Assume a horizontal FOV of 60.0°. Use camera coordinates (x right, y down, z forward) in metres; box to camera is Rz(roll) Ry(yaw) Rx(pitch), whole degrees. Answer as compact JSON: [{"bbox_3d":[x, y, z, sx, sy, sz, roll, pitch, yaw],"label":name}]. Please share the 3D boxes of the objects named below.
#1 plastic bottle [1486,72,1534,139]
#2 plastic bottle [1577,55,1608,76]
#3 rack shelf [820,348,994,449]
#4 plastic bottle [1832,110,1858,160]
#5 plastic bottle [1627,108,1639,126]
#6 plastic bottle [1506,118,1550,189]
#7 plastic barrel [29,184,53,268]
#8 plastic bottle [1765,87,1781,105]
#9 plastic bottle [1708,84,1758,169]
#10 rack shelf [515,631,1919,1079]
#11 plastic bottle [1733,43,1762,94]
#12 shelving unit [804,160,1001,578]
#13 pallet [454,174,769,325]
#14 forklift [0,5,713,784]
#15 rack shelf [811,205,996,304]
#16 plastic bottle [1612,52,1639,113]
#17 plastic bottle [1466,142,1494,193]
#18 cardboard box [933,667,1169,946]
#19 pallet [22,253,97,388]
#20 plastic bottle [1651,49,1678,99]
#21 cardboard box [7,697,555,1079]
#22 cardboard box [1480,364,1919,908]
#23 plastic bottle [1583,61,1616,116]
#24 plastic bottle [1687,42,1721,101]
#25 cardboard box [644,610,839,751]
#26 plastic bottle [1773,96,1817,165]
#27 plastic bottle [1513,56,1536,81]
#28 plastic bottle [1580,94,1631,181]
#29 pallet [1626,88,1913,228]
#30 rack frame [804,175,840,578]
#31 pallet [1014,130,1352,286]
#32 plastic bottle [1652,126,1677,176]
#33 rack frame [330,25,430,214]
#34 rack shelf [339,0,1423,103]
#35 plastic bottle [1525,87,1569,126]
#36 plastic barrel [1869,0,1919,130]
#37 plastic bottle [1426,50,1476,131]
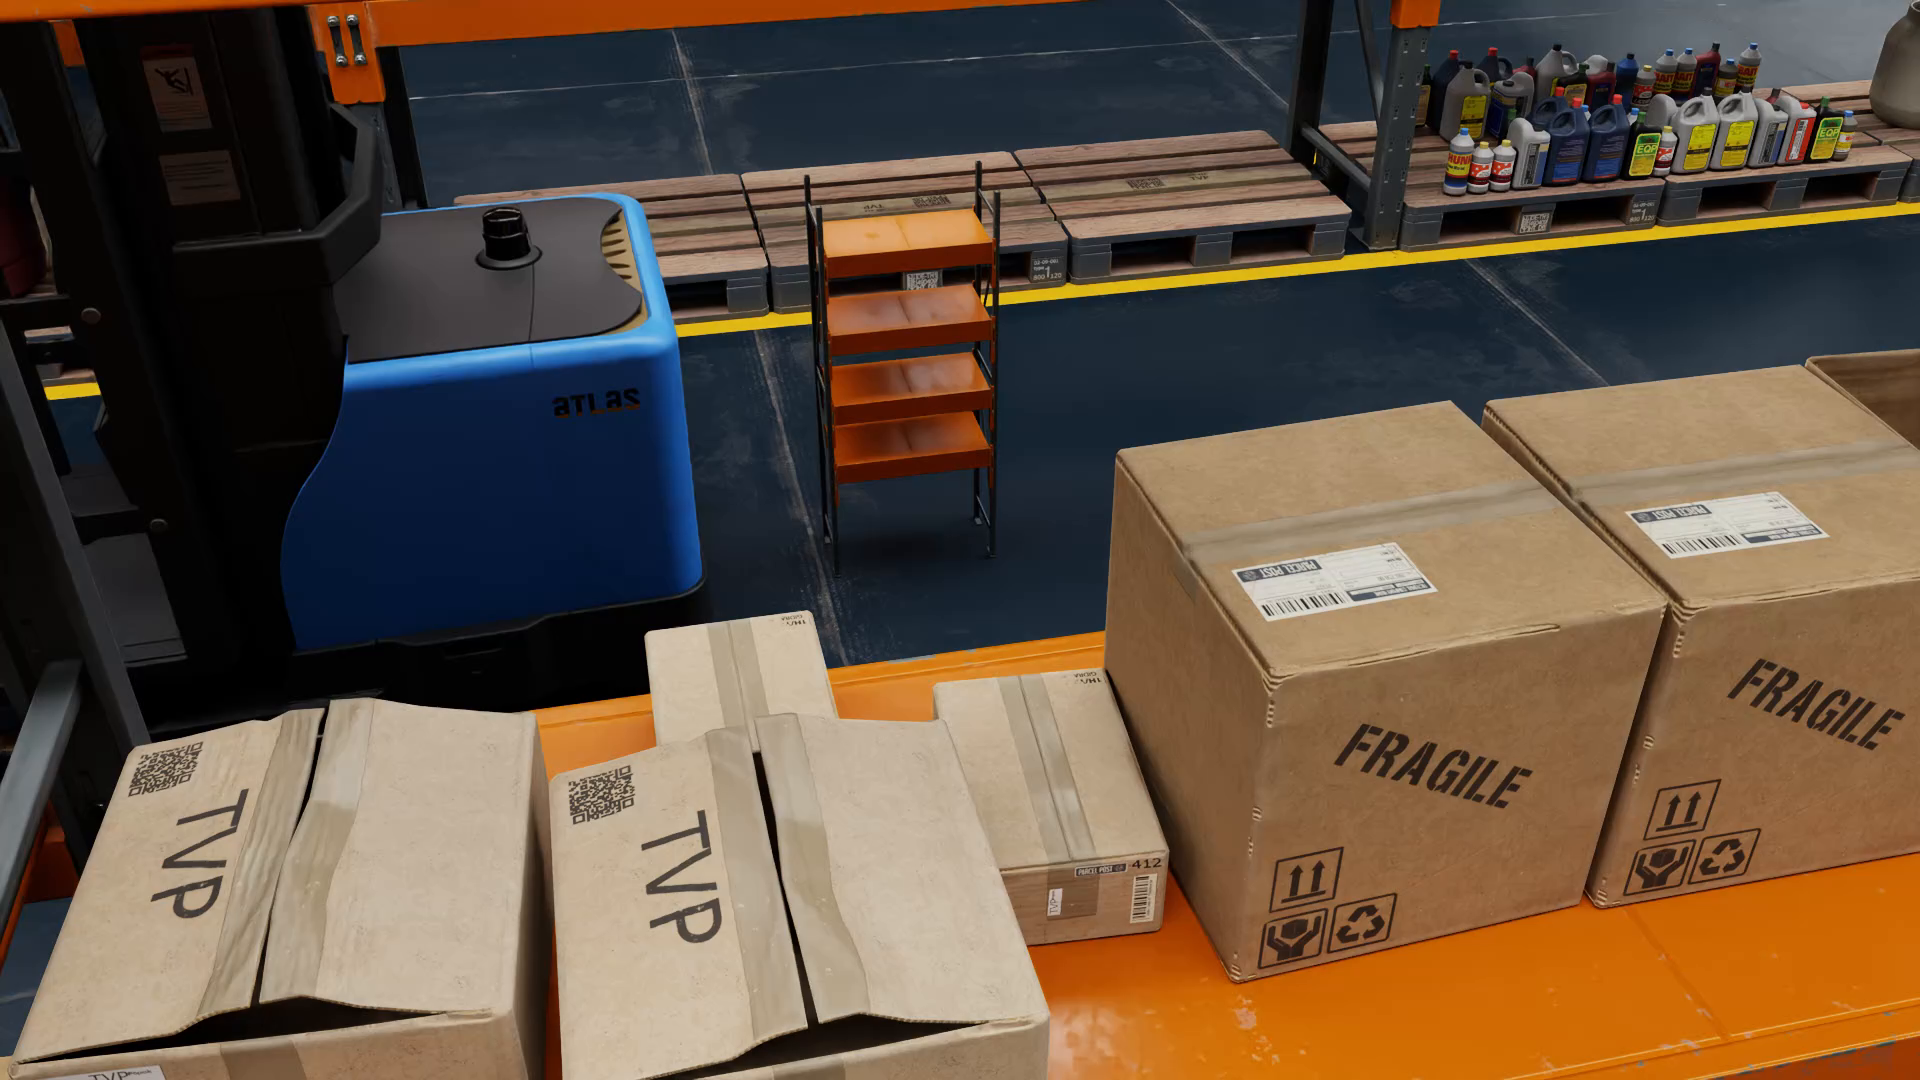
[{"bbox_3d":[2.502,-1.980,7.559,0.135,0.276,0.152,-7,35,-11],"label":"plastic bottle"},{"bbox_3d":[2.919,-2.115,7.760,0.135,0.276,0.152,-7,34,-10],"label":"plastic bottle"},{"bbox_3d":[-0.161,-0.422,4.923,0.480,0.148,0.258,-7,35,-11],"label":"rack shelf"},{"bbox_3d":[3.899,-1.795,7.350,0.097,0.201,0.097,0,34,0],"label":"plastic bottle"},{"bbox_3d":[2.891,-1.732,7.192,0.097,0.271,0.097,0,34,0],"label":"plastic bottle"},{"bbox_3d":[2.409,-1.654,7.072,0.135,0.276,0.152,-6,34,-9],"label":"plastic bottle"},{"bbox_3d":[-3.213,-1.209,6.215,0.421,0.512,0.421,0,34,0],"label":"plastic barrel"},{"bbox_3d":[3.624,-1.871,7.389,0.133,0.283,0.061,-7,35,-11],"label":"plastic bottle"},{"bbox_3d":[3.352,-1.801,7.225,0.185,0.351,0.144,-6,34,-9],"label":"plastic bottle"},{"bbox_3d":[0.831,0.490,2.473,4.000,0.370,1.077,-7,35,-11],"label":"rack shelf"},{"bbox_3d":[3.757,-2.235,7.942,0.097,0.271,0.097,0,34,0],"label":"plastic bottle"},{"bbox_3d":[-0.161,-0.478,4.885,0.503,1.200,0.258,-7,35,-11],"label":"shelving unit"},{"bbox_3d":[-1.445,-1.171,6.806,1.213,0.211,1.003,-7,35,-11],"label":"pallet"},{"bbox_3d":[-2.267,-0.885,3.939,3.031,2.935,1.130,-8,35,-12],"label":"forklift"},{"bbox_3d":[-0.161,-0.804,4.666,0.480,0.148,0.258,-7,35,-11],"label":"rack shelf"},{"bbox_3d":[3.127,-2.155,7.824,0.097,0.271,0.097,0,34,0],"label":"plastic bottle"},{"bbox_3d":[2.199,-1.581,7.030,0.097,0.201,0.097,0,34,0],"label":"plastic bottle"},{"bbox_3d":[0.112,0.354,2.255,0.250,0.149,0.380,-5,34,-7],"label":"cardboard box"},{"bbox_3d":[-2.969,-0.978,6.517,1.213,0.211,1.003,-7,35,-11],"label":"pallet"},{"bbox_3d":[3.325,-2.180,7.861,0.097,0.271,0.097,0,34,0],"label":"plastic bottle"},{"bbox_3d":[-0.755,0.454,1.962,0.500,0.311,0.500,-5,34,-8],"label":"cardboard box"},{"bbox_3d":[1.027,0.116,2.295,0.500,0.500,0.500,-7,35,-10],"label":"cardboard box"},{"bbox_3d":[2.943,-2.061,7.672,0.133,0.283,0.061,-7,35,-11],"label":"plastic bottle"},{"bbox_3d":[3.532,-2.222,7.912,0.133,0.283,0.061,-7,34,-10],"label":"plastic bottle"},{"bbox_3d":[-0.303,0.281,2.365,0.250,0.149,0.380,-7,35,-11],"label":"cardboard box"},{"bbox_3d":[3.648,-1.810,7.305,0.135,0.276,0.152,-7,34,-10],"label":"plastic bottle"},{"bbox_3d":[2.594,-2.104,7.736,0.133,0.283,0.061,-5,34,-7],"label":"plastic bottle"},{"bbox_3d":[2.756,-1.726,7.113,0.185,0.351,0.144,-9,35,-13],"label":"plastic bottle"},{"bbox_3d":[3.549,-1.801,7.744,1.213,0.211,1.003,-7,35,-11],"label":"pallet"},{"bbox_3d":[-0.399,-0.448,4.841,0.015,1.200,0.240,-7,35,-11],"label":"rack frame"},{"bbox_3d":[0.935,-1.471,7.253,1.213,0.211,1.003,-7,35,-11],"label":"pallet"},{"bbox_3d":[3.037,-1.686,7.188,0.097,0.201,0.097,0,34,0],"label":"plastic bottle"},{"bbox_3d":[-2.209,-2.255,5.918,0.127,3.000,1.000,-7,35,-11],"label":"rack frame"},{"bbox_3d":[-0.258,-2.202,6.485,4.000,0.370,1.077,-7,35,-11],"label":"rack shelf"},{"bbox_3d":[2.540,-1.782,7.195,0.185,0.351,0.144,-7,35,-11],"label":"plastic bottle"},{"bbox_3d":[4.480,-2.196,7.686,0.421,0.512,0.421,0,34,0],"label":"plastic barrel"},{"bbox_3d":[2.257,-2.065,7.618,0.185,0.351,0.144,-8,35,-12],"label":"plastic bottle"}]
